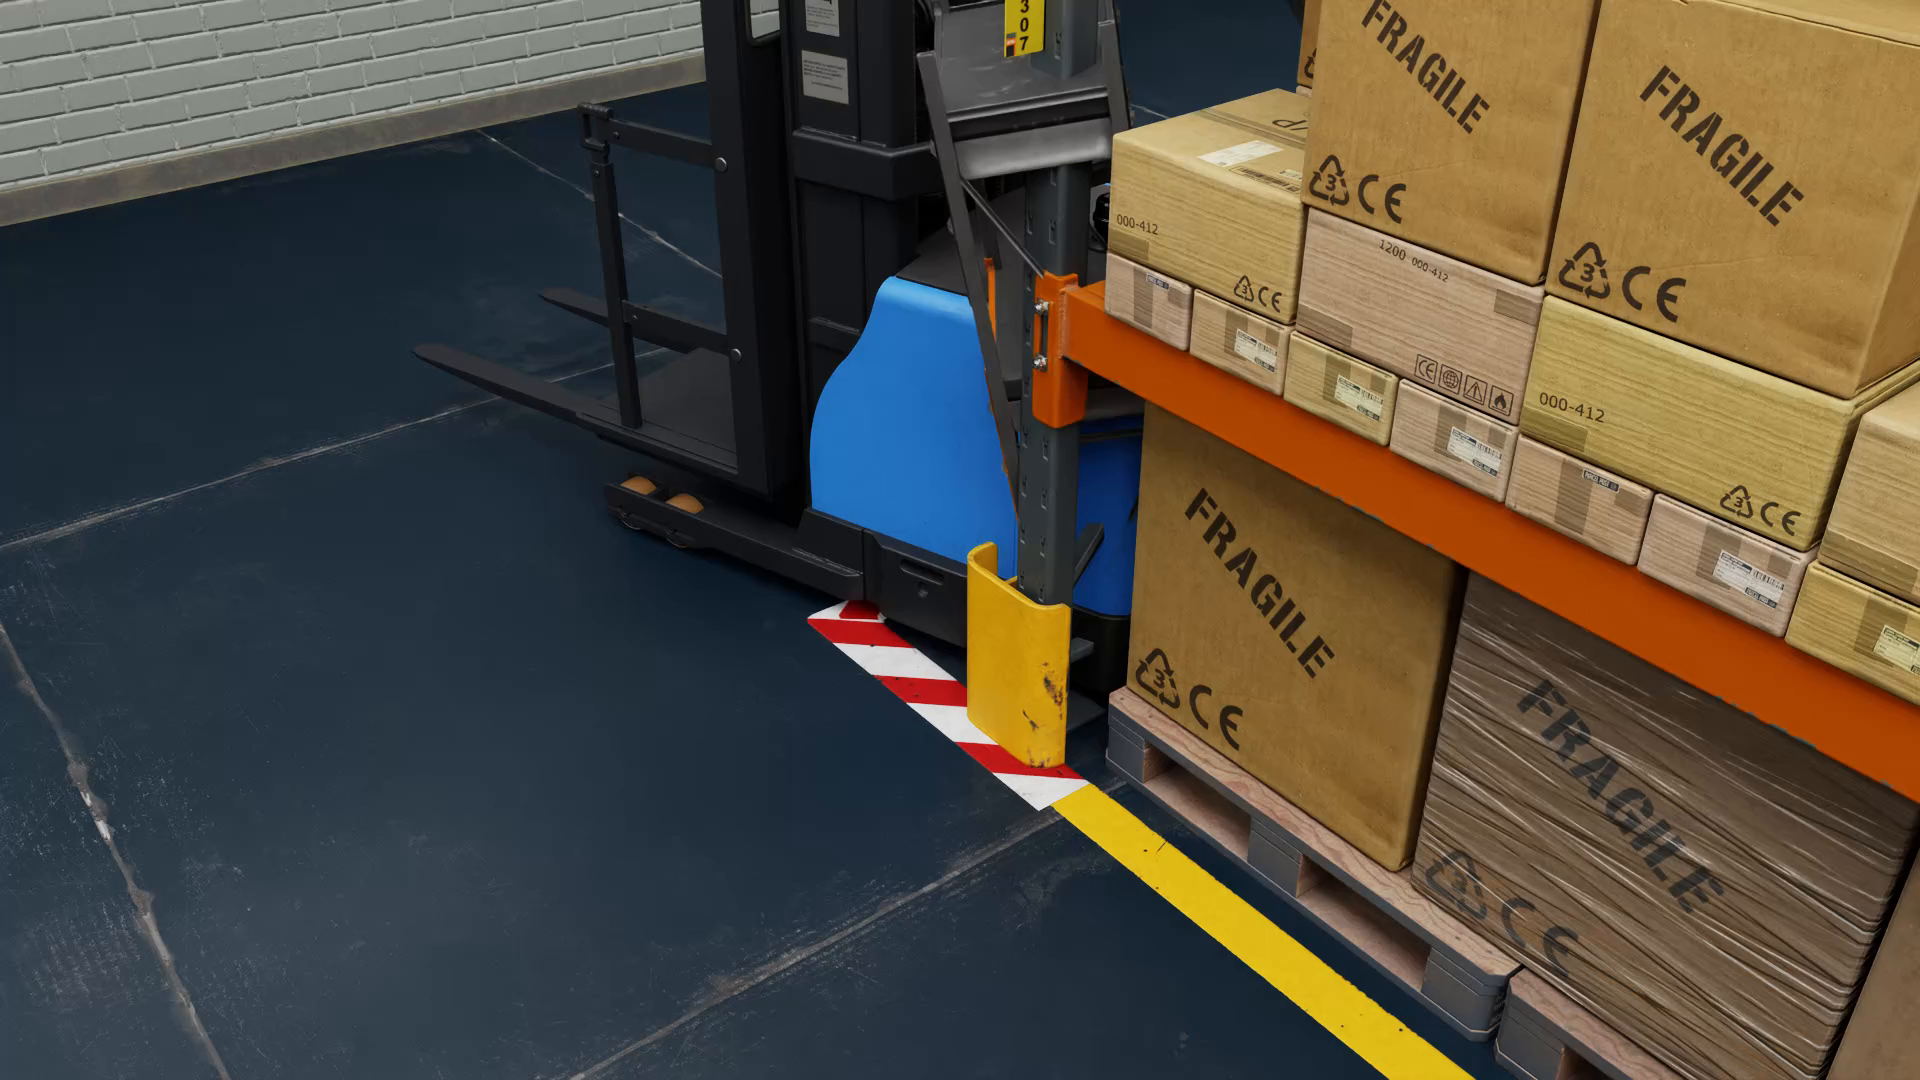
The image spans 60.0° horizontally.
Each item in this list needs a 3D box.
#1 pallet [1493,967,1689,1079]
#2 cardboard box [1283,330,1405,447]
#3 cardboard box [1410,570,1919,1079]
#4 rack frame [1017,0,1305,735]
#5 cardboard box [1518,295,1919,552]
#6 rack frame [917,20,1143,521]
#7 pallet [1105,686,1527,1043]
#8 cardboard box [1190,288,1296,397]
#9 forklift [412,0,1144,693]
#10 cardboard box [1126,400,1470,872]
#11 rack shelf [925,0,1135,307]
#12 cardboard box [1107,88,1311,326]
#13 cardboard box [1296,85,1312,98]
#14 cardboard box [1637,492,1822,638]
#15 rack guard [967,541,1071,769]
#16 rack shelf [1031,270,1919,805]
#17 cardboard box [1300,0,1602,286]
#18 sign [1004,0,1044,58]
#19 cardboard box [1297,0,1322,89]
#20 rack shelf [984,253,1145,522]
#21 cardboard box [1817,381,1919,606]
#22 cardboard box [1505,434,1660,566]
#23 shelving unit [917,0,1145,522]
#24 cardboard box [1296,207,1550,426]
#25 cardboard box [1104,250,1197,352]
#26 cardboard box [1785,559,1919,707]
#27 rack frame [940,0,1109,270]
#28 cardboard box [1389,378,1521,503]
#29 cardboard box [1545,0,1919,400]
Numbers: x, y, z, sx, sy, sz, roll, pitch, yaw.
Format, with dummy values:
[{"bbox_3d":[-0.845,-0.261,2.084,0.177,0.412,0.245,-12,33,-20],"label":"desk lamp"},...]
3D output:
[{"bbox_3d":[1.870,1.082,3.308,1.003,0.211,1.213,-22,38,-31],"label":"pallet"},{"bbox_3d":[0.847,-0.344,3.199,0.380,0.149,0.250,-23,39,-32],"label":"cardboard box"},{"bbox_3d":[1.588,0.426,3.337,0.875,0.875,0.875,-22,38,-31],"label":"cardboard box"},{"bbox_3d":[0.574,-0.918,3.886,1.000,3.000,0.127,-22,38,-31],"label":"rack frame"},{"bbox_3d":[1.284,-0.269,2.700,0.500,0.250,0.500,-24,39,-33],"label":"cardboard box"},{"bbox_3d":[0.304,-0.241,4.017,0.400,2.100,0.015,-7,42,8],"label":"rack frame"},{"bbox_3d":[1.126,0.574,4.126,1.003,0.211,1.213,-22,38,-31],"label":"pallet"},{"bbox_3d":[0.689,-0.451,3.371,0.380,0.149,0.250,-23,38,-32],"label":"cardboard box"},{"bbox_3d":[-0.515,-1.430,4.774,3.031,2.935,1.130,20,37,29],"label":"forklift"},{"bbox_3d":[1.030,0.047,3.948,0.875,0.875,0.875,-22,38,-31],"label":"cardboard box"},{"bbox_3d":[0.179,-0.903,3.740,0.431,0.518,0.480,-7,42,8],"label":"rack shelf"},{"bbox_3d":[0.655,-0.694,3.384,0.500,0.250,0.500,-23,39,-33],"label":"cardboard box"},{"bbox_3d":[1.081,-0.865,3.660,0.500,0.250,0.500,-23,39,-32],"label":"cardboard box"},{"bbox_3d":[1.321,-0.022,2.680,0.380,0.149,0.250,-23,38,-32],"label":"cardboard box"},{"bbox_3d":[0.559,0.133,4.561,1.175,0.500,0.348,-22,38,-31],"label":"rack guard"},{"bbox_3d":[1.800,0.221,2.734,1.077,0.370,4.000,-22,38,-31],"label":"rack shelf"},{"bbox_3d":[0.962,-0.804,2.851,0.500,0.500,0.500,-23,39,-32],"label":"cardboard box"},{"bbox_3d":[0.132,-1.143,3.351,0.100,0.325,0.005,-22,38,-31],"label":"sign"},{"bbox_3d":[1.080,-1.182,3.459,0.500,0.500,0.500,-22,38,-31],"label":"cardboard box"},{"bbox_3d":[0.308,-0.396,4.205,0.431,0.518,0.480,-7,42,8],"label":"rack shelf"},{"bbox_3d":[1.608,-0.053,2.352,0.500,0.250,0.500,-23,39,-32],"label":"cardboard box"},{"bbox_3d":[1.163,-0.129,2.853,0.380,0.149,0.250,-23,39,-32],"label":"cardboard box"},{"bbox_3d":[0.306,-0.406,4.196,0.431,2.100,0.503,-7,42,8],"label":"shelving unit"},{"bbox_3d":[0.979,-0.479,3.039,0.500,0.250,0.500,-23,38,-32],"label":"cardboard box"},{"bbox_3d":[0.531,-0.557,3.542,0.380,0.149,0.250,-22,38,-31],"label":"cardboard box"},{"bbox_3d":[1.475,0.084,2.511,0.380,0.149,0.250,-23,39,-33],"label":"cardboard box"},{"bbox_3d":[0.308,-0.571,4.376,0.400,2.100,0.015,-7,42,8],"label":"rack frame"},{"bbox_3d":[1.008,-0.236,3.025,0.380,0.149,0.250,-23,39,-32],"label":"cardboard box"},{"bbox_3d":[1.284,-0.590,2.506,0.500,0.500,0.500,-23,39,-33],"label":"cardboard box"}]
